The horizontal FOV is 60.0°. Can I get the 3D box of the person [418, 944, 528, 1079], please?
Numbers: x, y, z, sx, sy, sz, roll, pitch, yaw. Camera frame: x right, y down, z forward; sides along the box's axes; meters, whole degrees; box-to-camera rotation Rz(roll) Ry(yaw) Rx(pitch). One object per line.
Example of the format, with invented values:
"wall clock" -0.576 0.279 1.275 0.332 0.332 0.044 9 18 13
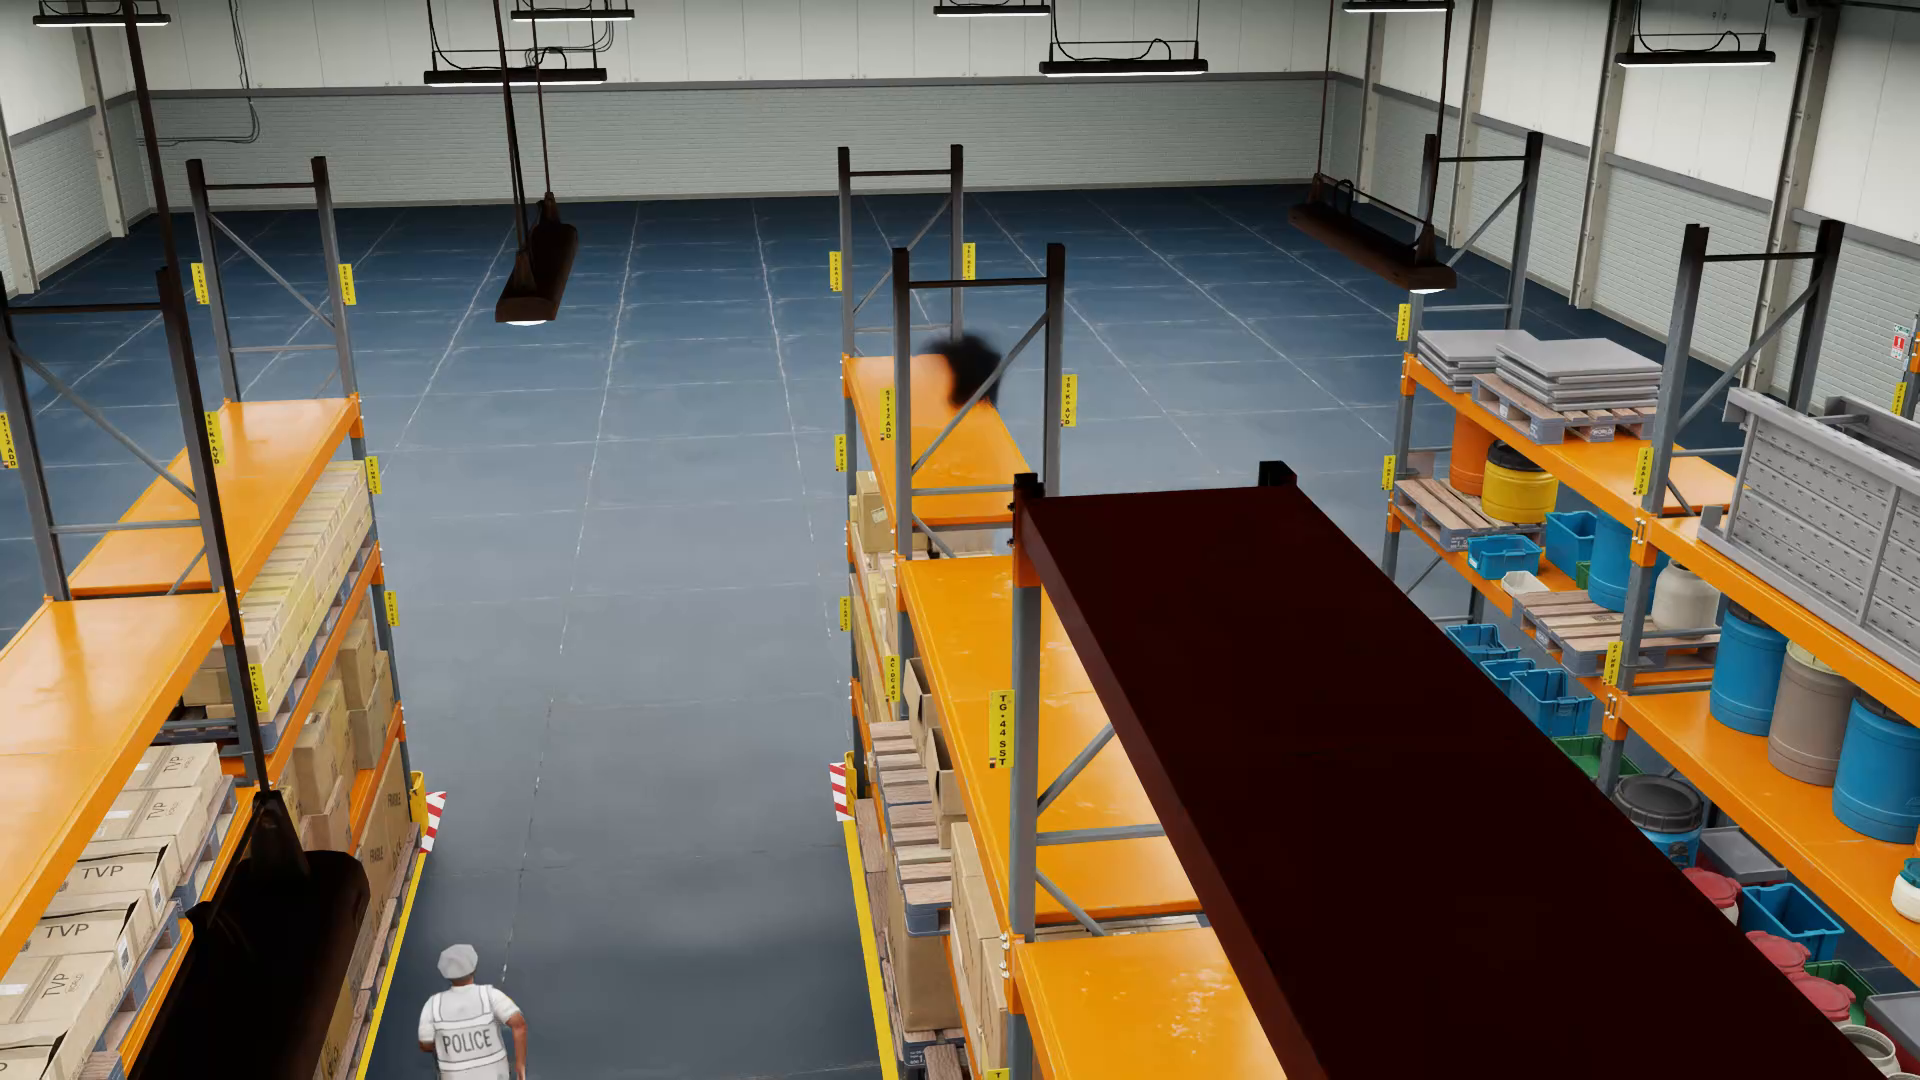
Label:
"person" -3.119 3.417 10.725 0.640 1.700 0.737 -9 23 -22
